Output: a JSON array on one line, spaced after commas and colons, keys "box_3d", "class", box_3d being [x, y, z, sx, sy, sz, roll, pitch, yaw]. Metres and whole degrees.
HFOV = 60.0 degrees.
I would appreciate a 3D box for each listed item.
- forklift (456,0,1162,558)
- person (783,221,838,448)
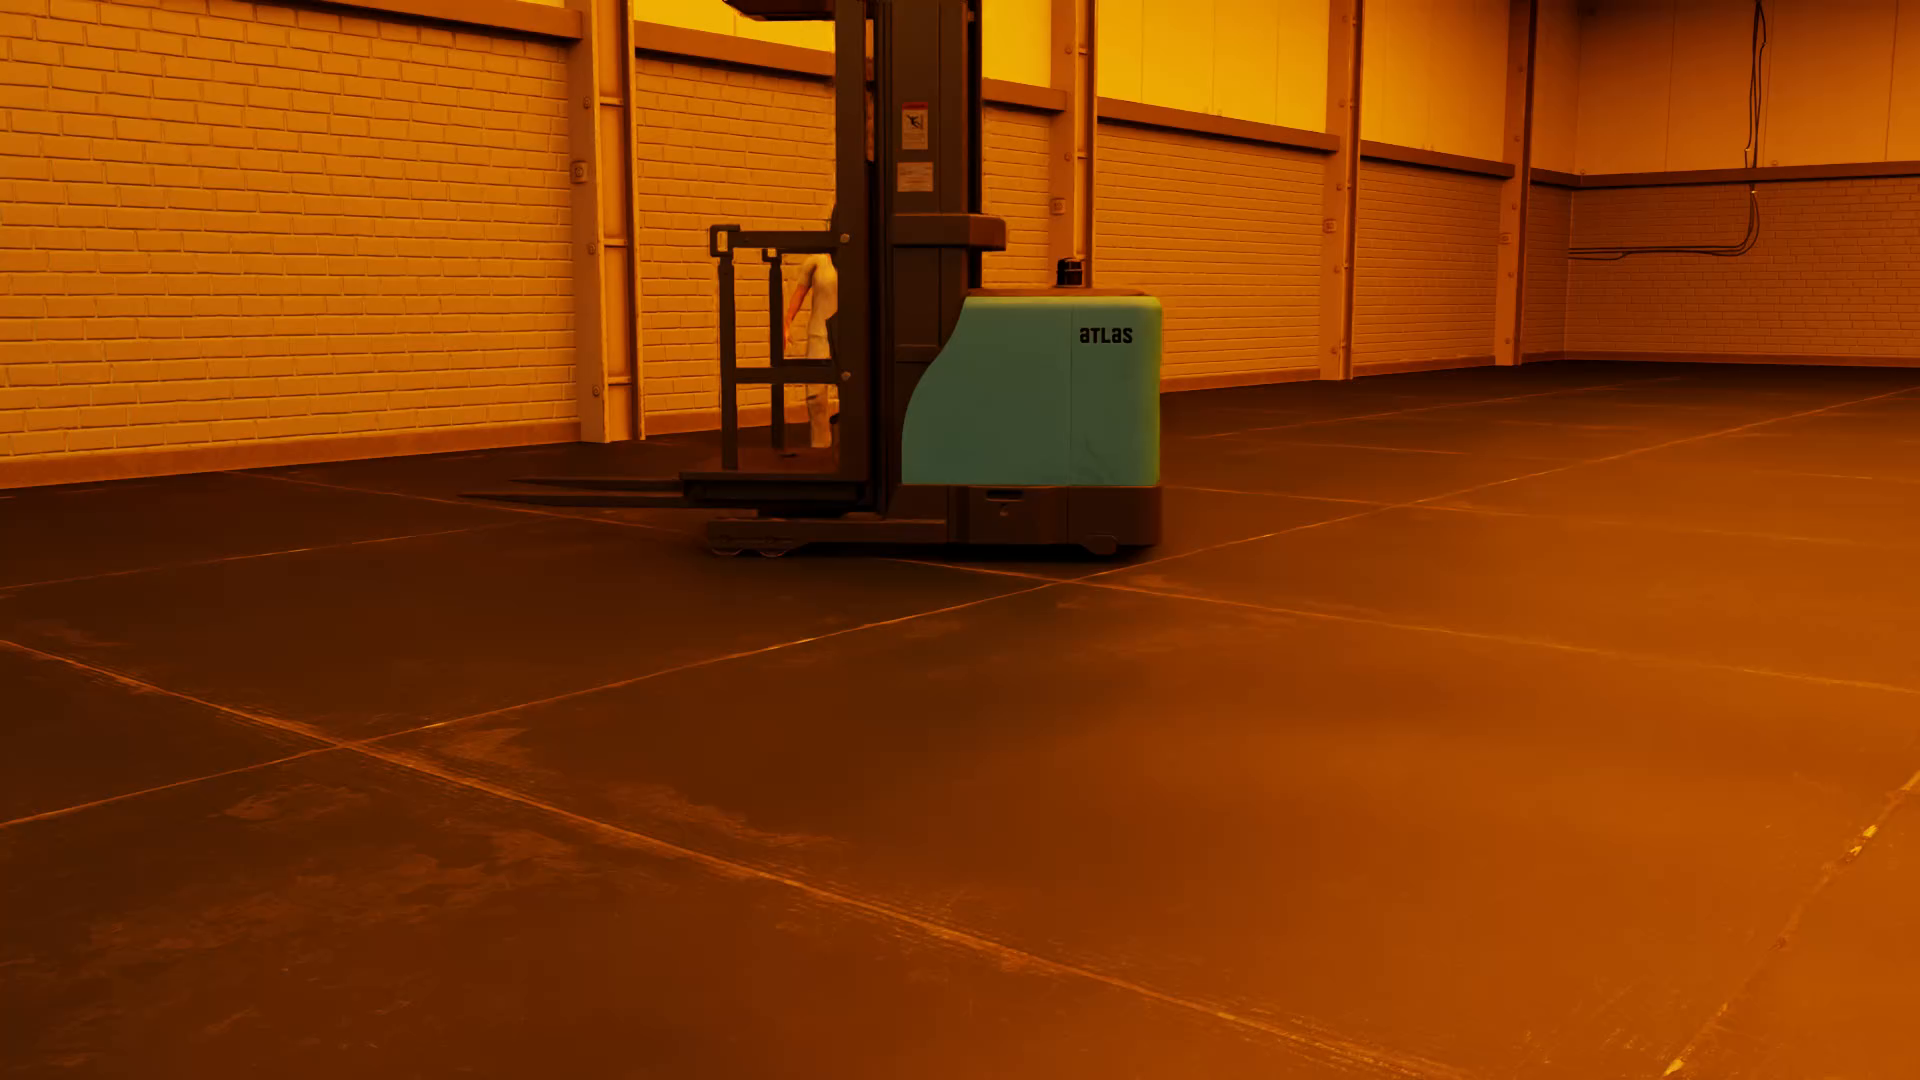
[{"box_3d": [-0.643, -1.452, 7.202, 3.031, 2.935, 1.130, 1, 8, 5], "class": "forklift"}, {"box_3d": [-0.797, -1.339, 11.035, 0.797, 1.644, 0.412, 0, 8, 3], "class": "person"}]
